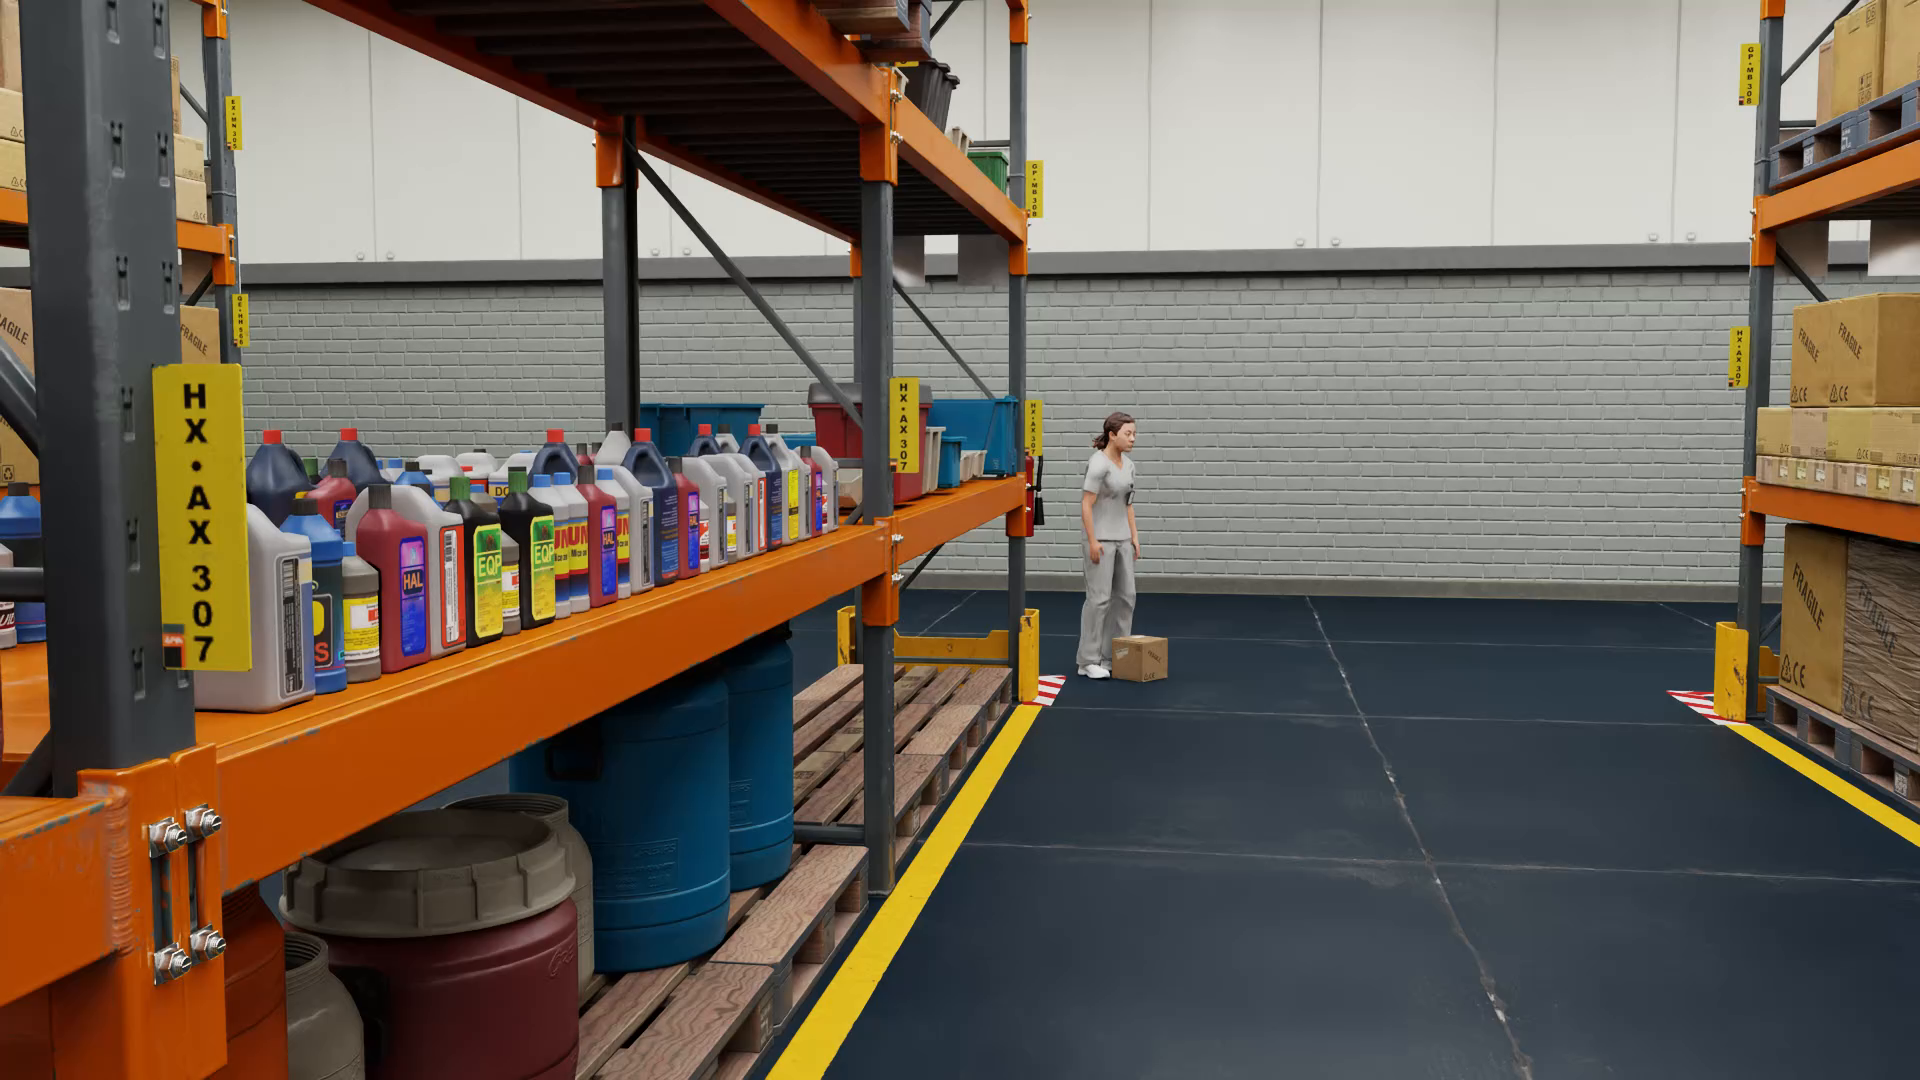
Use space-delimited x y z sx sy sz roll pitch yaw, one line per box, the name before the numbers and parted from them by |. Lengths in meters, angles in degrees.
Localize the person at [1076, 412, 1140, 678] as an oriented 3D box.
person | 0.957 0.024 10.587 0.355 1.668 0.508 4 6 44
